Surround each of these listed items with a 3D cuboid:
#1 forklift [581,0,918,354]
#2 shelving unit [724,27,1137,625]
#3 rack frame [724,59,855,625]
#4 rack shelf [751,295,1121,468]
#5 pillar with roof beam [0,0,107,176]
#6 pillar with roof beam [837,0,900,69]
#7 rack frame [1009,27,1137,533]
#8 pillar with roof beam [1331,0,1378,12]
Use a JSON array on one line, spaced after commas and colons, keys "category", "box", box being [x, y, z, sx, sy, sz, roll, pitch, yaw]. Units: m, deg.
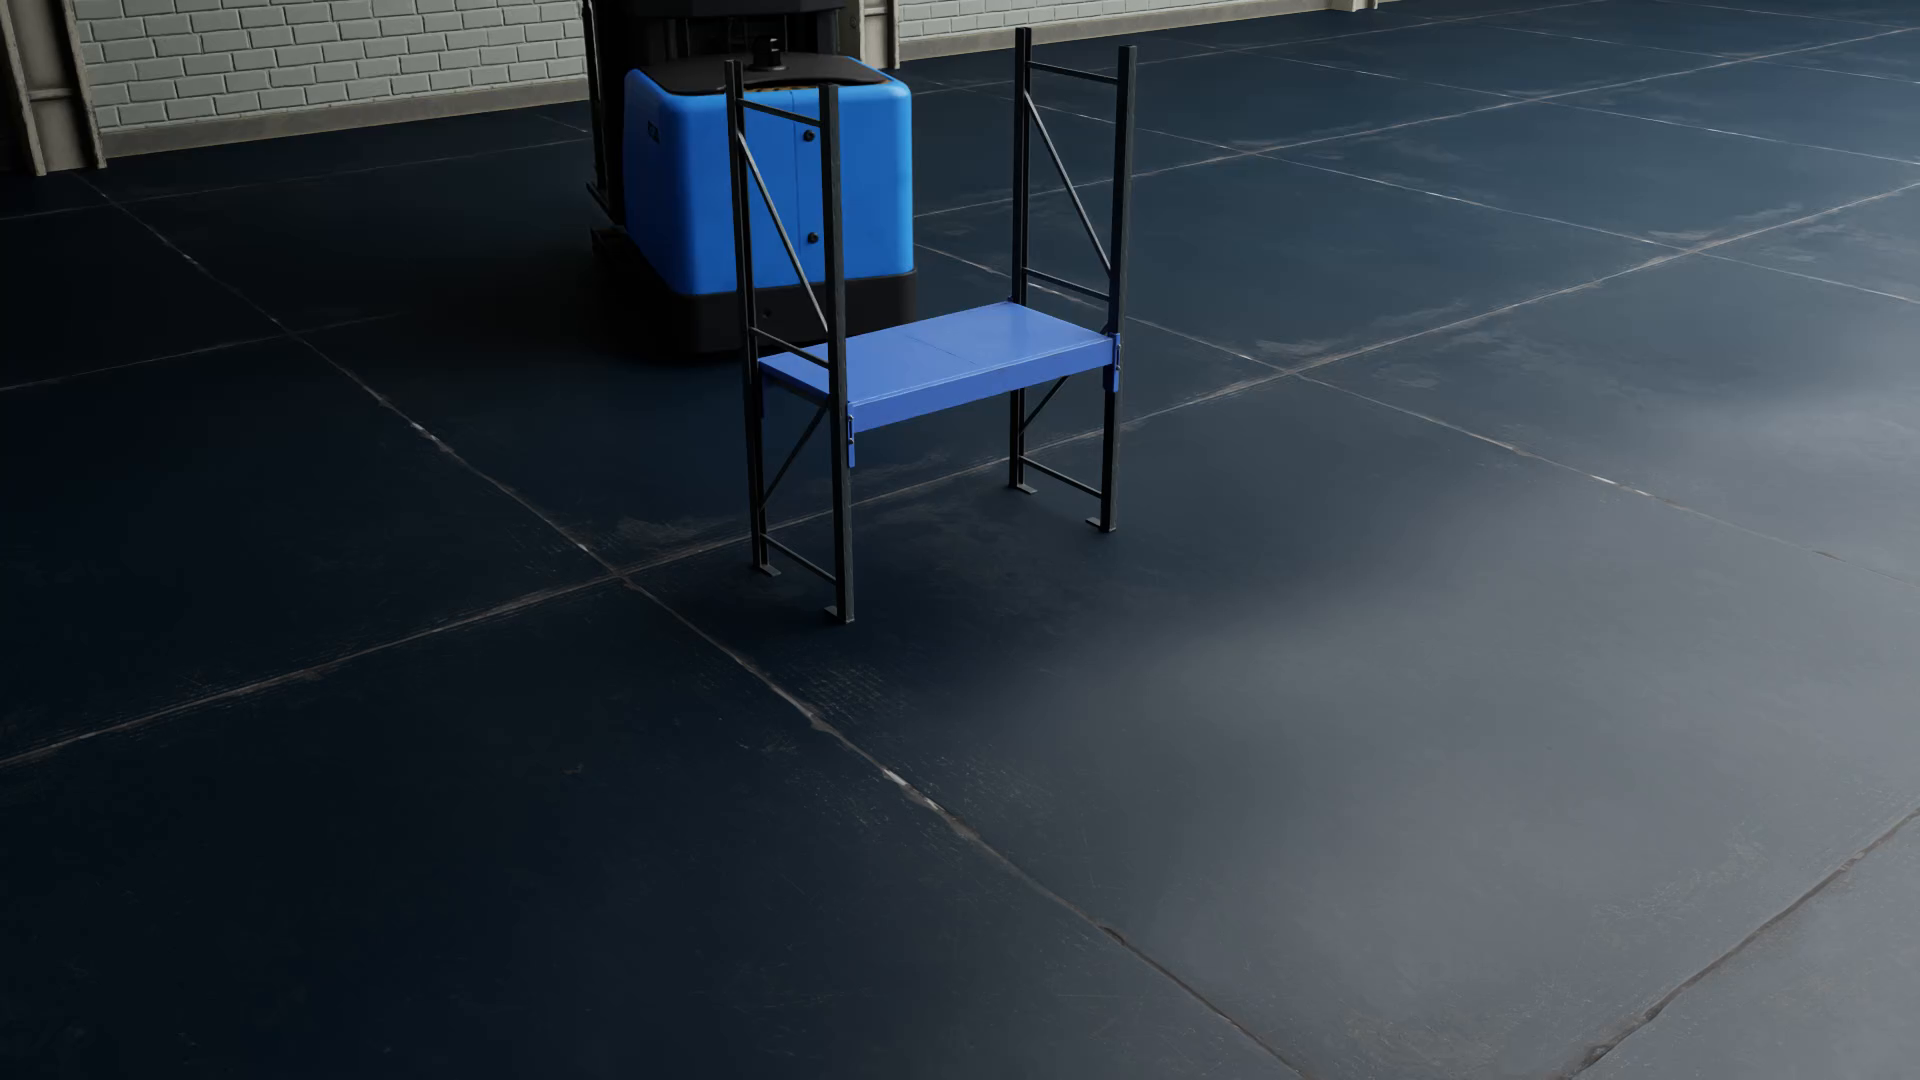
[{"category": "forklift", "box": [-1.175, -2.675, 7.532, 1.130, 2.935, 3.031, -9, 26, -19]}, {"category": "shelving unit", "box": [-0.067, -0.658, 4.887, 1.048, 1.500, 0.538, -18, 31, -34]}, {"category": "rack frame", "box": [-0.467, -0.526, 4.602, 0.032, 1.500, 0.500, -18, 31, -34]}, {"category": "rack shelf", "box": [-0.067, -0.495, 4.962, 1.000, 0.185, 0.538, -18, 31, -34]}, {"category": "pillar with roof beam", "box": [-2.800, -4.930, 5.184, 0.400, 9.000, 9.100, -18, 31, -34]}, {"category": "pillar with roof beam", "box": [1.921, -6.489, 8.542, 0.400, 9.000, 9.100, -18, 31, -34]}, {"category": "rack frame", "box": [0.333, -0.790, 5.171, 0.032, 1.500, 0.500, -18, 31, -34]}, {"category": "pillar with roof beam", "box": [6.643, -8.048, 11.901, 0.400, 9.000, 9.100, -18, 31, -34]}]
